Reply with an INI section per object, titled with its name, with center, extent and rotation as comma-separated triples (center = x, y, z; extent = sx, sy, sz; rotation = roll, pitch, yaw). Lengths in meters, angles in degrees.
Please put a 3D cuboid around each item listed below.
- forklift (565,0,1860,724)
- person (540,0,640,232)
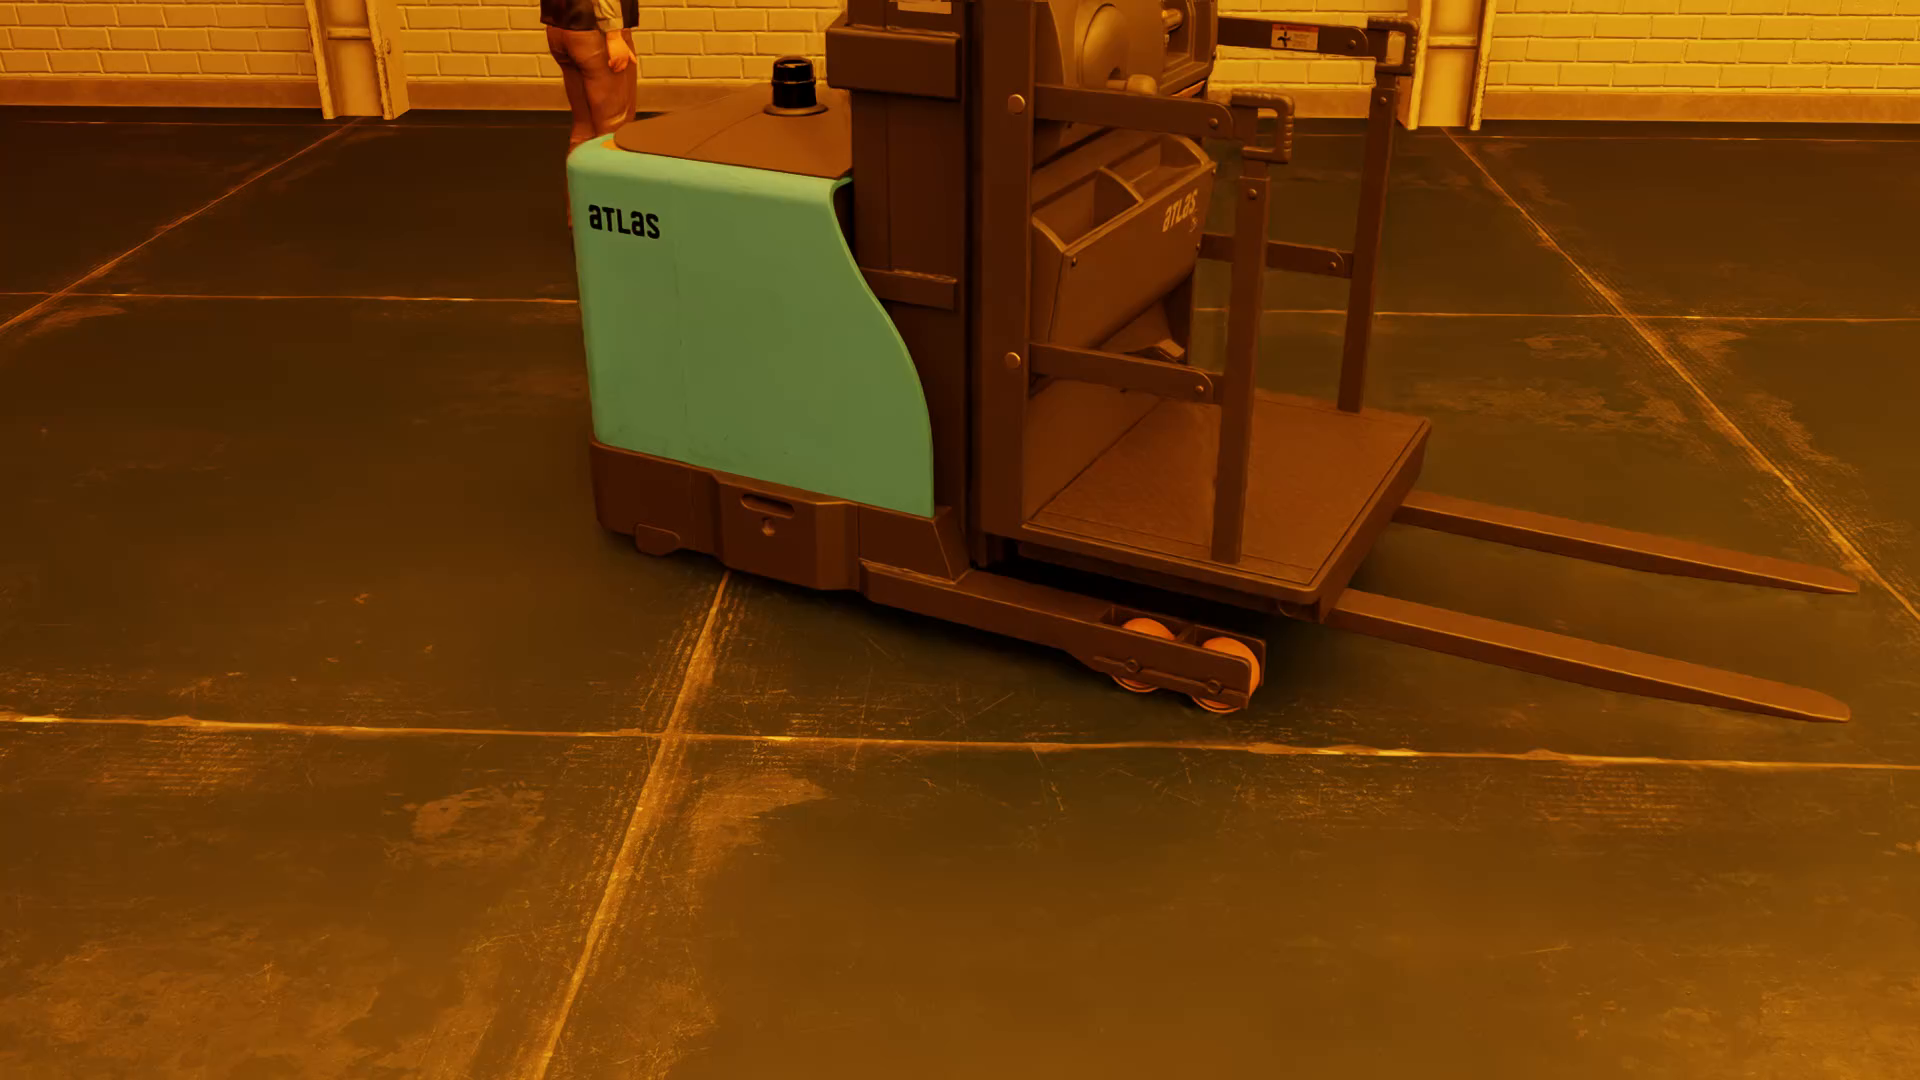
[forklift]
center = 0.568, -1.194, 3.630
extent = 3.031, 2.935, 1.130
rotation = 13, 29, 24
[person]
center = -1.466, -2.031, 6.695
extent = 0.375, 1.725, 0.555
rotation = -18, 32, -33
